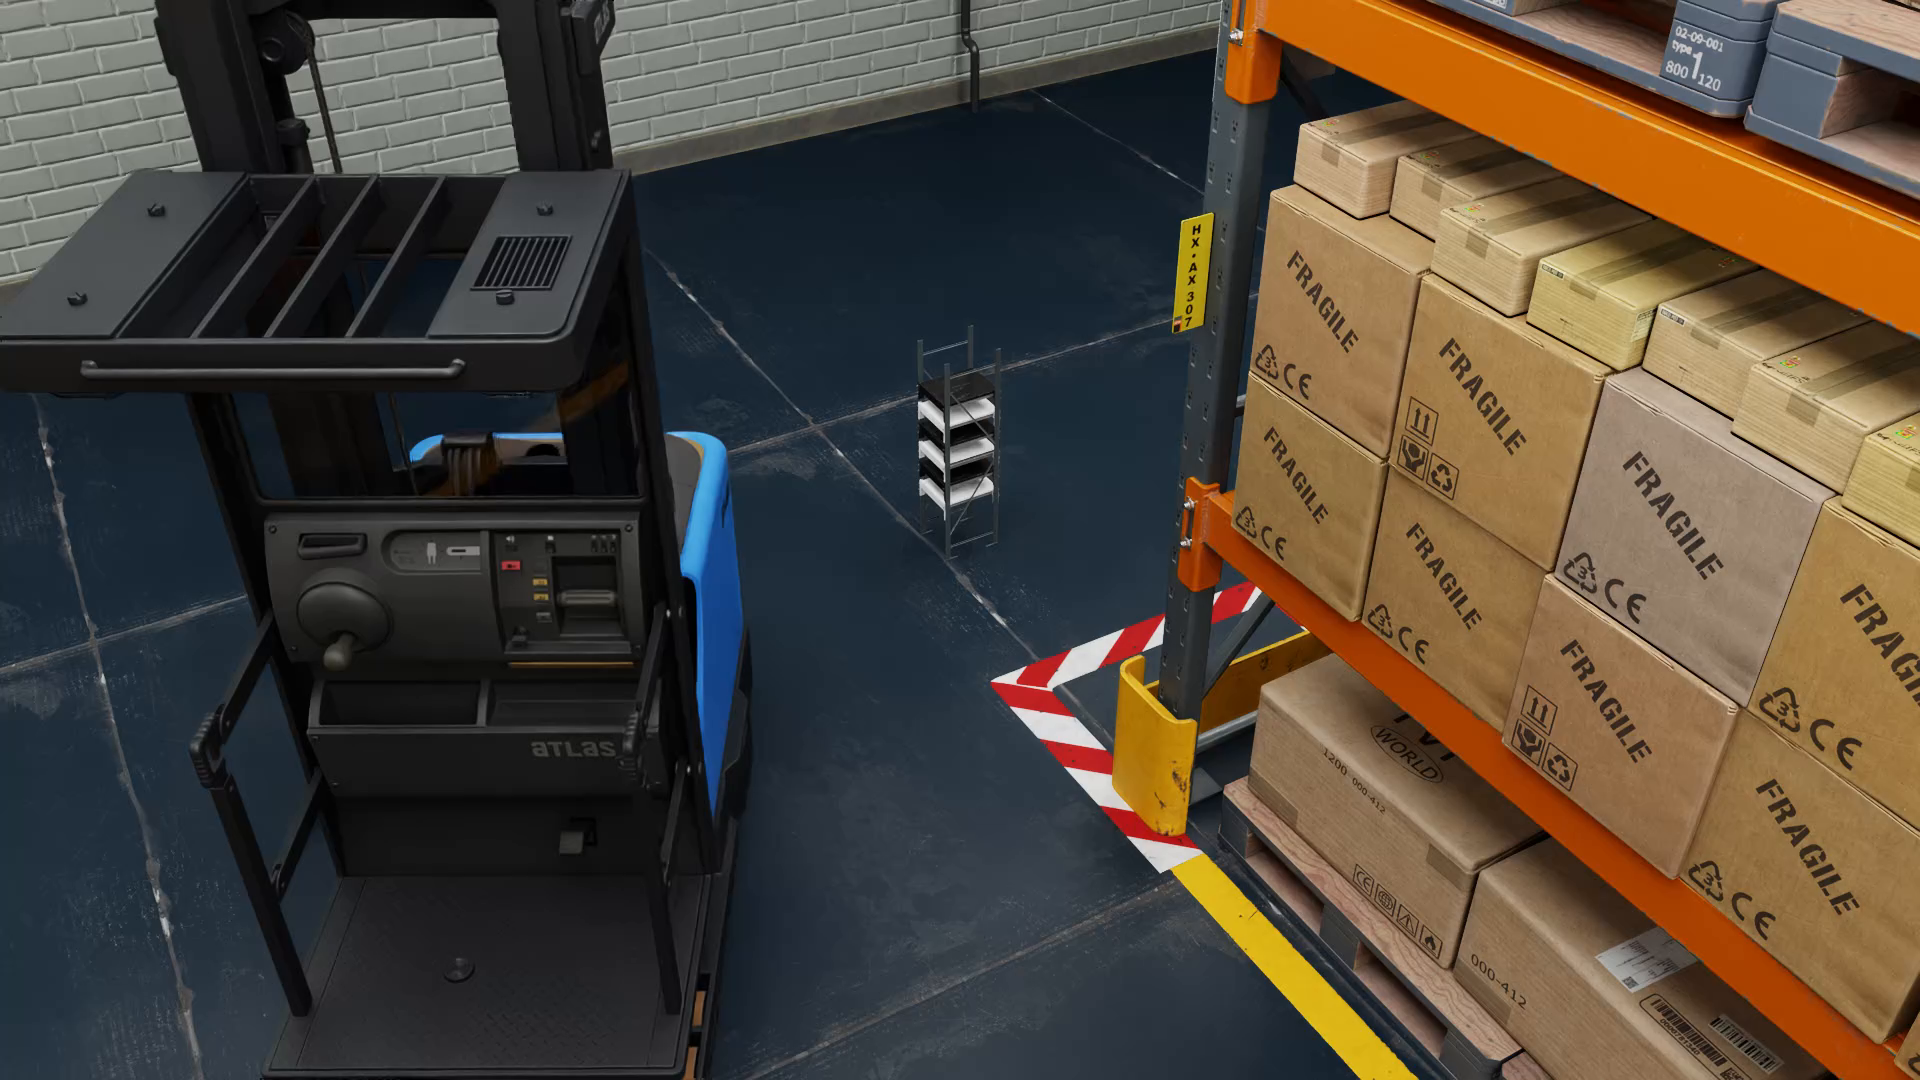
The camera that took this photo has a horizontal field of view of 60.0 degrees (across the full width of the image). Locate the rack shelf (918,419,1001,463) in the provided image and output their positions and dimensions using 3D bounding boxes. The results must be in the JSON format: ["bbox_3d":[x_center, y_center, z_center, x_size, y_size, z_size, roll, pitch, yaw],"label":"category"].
[{"bbox_3d":[-0.004,-0.413,6.457,0.258,0.077,0.200,-19,40,-24],"label":"rack shelf"}]

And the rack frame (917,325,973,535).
[{"bbox_3d":[-0.055,-0.419,6.561,0.240,0.900,0.006,-19,40,-24],"label":"rack frame"}]

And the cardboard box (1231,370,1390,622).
[{"bbox_3d":[1.086,-0.187,4.378,0.500,0.500,0.500,-19,40,-24],"label":"cardboard box"}]

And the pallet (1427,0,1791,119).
[{"bbox_3d":[1.474,-1.277,3.487,1.003,0.211,1.213,-19,40,-24],"label":"pallet"}]

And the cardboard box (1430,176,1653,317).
[{"bbox_3d":[1.256,-0.641,3.601,0.380,0.149,0.250,-18,40,-23],"label":"cardboard box"}]

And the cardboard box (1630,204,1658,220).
[{"bbox_3d":[1.797,-0.830,3.861,0.380,0.149,0.250,-19,40,-24],"label":"cardboard box"}]

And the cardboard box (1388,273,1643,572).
[{"bbox_3d":[1.353,-0.330,3.726,0.500,0.500,0.500,-20,41,-25],"label":"cardboard box"}]

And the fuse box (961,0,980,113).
[{"bbox_3d":[0.129,-3.373,9.917,0.539,1.711,0.414,-19,40,-24],"label":"fuse box"}]

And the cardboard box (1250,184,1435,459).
[{"bbox_3d":[1.088,-0.592,4.084,0.500,0.500,0.500,-20,41,-25],"label":"cardboard box"}]

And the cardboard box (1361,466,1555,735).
[{"bbox_3d":[1.364,0.063,4.036,0.500,0.500,0.500,-19,40,-25],"label":"cardboard box"}]

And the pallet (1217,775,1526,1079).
[{"bbox_3d":[1.562,1.034,5.155,1.003,0.211,1.213,-19,40,-24],"label":"pallet"}]

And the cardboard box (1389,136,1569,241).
[{"bbox_3d":[1.225,-0.807,3.829,0.380,0.149,0.250,-18,40,-23],"label":"cardboard box"}]

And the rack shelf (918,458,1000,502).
[{"bbox_3d":[-0.004,-0.268,6.563,0.258,0.077,0.200,-19,40,-24],"label":"rack shelf"}]

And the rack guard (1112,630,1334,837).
[{"bbox_3d":[1.081,0.521,5.613,1.175,0.500,0.348,-19,40,-24],"label":"rack guard"}]

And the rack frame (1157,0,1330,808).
[{"bbox_3d":[1.093,-0.477,4.859,1.000,3.000,0.127,-19,40,-24],"label":"rack frame"}]

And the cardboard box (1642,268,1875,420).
[{"bbox_3d":[1.582,-0.393,3.263,0.380,0.149,0.250,-19,40,-23],"label":"cardboard box"}]

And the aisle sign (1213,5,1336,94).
[{"bbox_3d":[0.806,-1.477,4.025,0.394,0.787,0.004,-19,40,-24],"label":"aisle sign"}]

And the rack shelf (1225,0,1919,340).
[{"bbox_3d":[2.097,-0.377,2.790,1.077,0.370,4.000,-19,40,-24],"label":"rack shelf"}]

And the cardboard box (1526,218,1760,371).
[{"bbox_3d":[1.404,-0.512,3.425,0.380,0.149,0.250,-20,41,-25],"label":"cardboard box"}]

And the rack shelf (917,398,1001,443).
[{"bbox_3d":[-0.004,-0.486,6.404,0.258,0.077,0.200,-19,40,-24],"label":"rack shelf"}]

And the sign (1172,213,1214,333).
[{"bbox_3d":[0.610,-0.697,4.360,0.100,0.325,0.005,-19,40,-24],"label":"sign"}]

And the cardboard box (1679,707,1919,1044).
[{"bbox_3d":[1.870,0.578,3.331,0.500,0.500,0.500,-18,40,-22],"label":"cardboard box"}]

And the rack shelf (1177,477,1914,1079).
[{"bbox_3d":[2.097,0.834,3.675,1.077,0.370,4.000,-19,40,-24],"label":"rack shelf"}]

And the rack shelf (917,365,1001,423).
[{"bbox_3d":[-0.004,-0.559,6.351,0.258,0.077,0.200,-19,40,-24],"label":"rack shelf"}]

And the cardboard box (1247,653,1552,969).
[{"bbox_3d":[1.511,0.695,5.071,0.875,0.438,0.875,-20,41,-25],"label":"cardboard box"}]

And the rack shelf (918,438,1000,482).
[{"bbox_3d":[-0.004,-0.341,6.510,0.258,0.077,0.200,-19,40,-24],"label":"rack shelf"}]

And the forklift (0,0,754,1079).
[{"bbox_3d":[-1.259,0.197,3.995,1.130,2.935,3.031,0,36,0],"label":"forklift"}]

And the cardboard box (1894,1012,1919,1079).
[{"bbox_3d":[2.120,0.849,2.959,0.500,0.500,0.500,-20,40,-25],"label":"cardboard box"}]

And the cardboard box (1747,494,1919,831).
[{"bbox_3d":[1.870,0.184,3.022,0.500,0.500,0.500,-19,40,-24],"label":"cardboard box"}]

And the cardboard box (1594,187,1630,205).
[{"bbox_3d":[1.594,-0.937,4.007,0.380,0.149,0.250,-18,40,-23],"label":"cardboard box"}]

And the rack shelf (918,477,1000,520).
[{"bbox_3d":[-0.004,-0.195,6.616,0.258,0.077,0.200,-19,40,-24],"label":"rack shelf"}]

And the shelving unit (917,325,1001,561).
[{"bbox_3d":[-0.004,-0.368,6.490,0.258,0.900,0.210,-19,40,-24],"label":"shelving unit"}]

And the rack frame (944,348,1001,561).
[{"bbox_3d":[0.047,-0.316,6.419,0.240,0.900,0.006,-19,40,-24],"label":"rack frame"}]

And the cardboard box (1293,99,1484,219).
[{"bbox_3d":[1.032,-0.920,3.983,0.380,0.149,0.250,-18,40,-23],"label":"cardboard box"}]

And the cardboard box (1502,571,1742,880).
[{"bbox_3d":[1.604,0.327,3.674,0.500,0.500,0.500,-19,40,-24],"label":"cardboard box"}]

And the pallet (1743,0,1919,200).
[{"bbox_3d":[2.091,-0.654,2.634,1.003,0.211,1.213,-19,40,-24],"label":"pallet"}]

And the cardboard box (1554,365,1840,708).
[{"bbox_3d":[1.619,-0.070,3.370,0.500,0.500,0.500,-19,40,-24],"label":"cardboard box"}]

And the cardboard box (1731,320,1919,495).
[{"bbox_3d":[1.671,-0.254,3.072,0.380,0.149,0.250,-19,40,-24],"label":"cardboard box"}]

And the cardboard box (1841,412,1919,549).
[{"bbox_3d":[1.774,-0.116,2.884,0.380,0.149,0.250,-20,41,-25],"label":"cardboard box"}]

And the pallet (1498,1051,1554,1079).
[{"bbox_3d":[2.171,1.656,4.304,1.003,0.211,1.213,-19,40,-24],"label":"pallet"}]

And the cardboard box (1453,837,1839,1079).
[{"bbox_3d":[1.978,1.160,4.435,0.875,0.438,0.875,-18,40,-23],"label":"cardboard box"}]

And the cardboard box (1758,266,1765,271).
[{"bbox_3d":[1.888,-0.689,3.668,0.380,0.149,0.250,-18,40,-23],"label":"cardboard box"}]
